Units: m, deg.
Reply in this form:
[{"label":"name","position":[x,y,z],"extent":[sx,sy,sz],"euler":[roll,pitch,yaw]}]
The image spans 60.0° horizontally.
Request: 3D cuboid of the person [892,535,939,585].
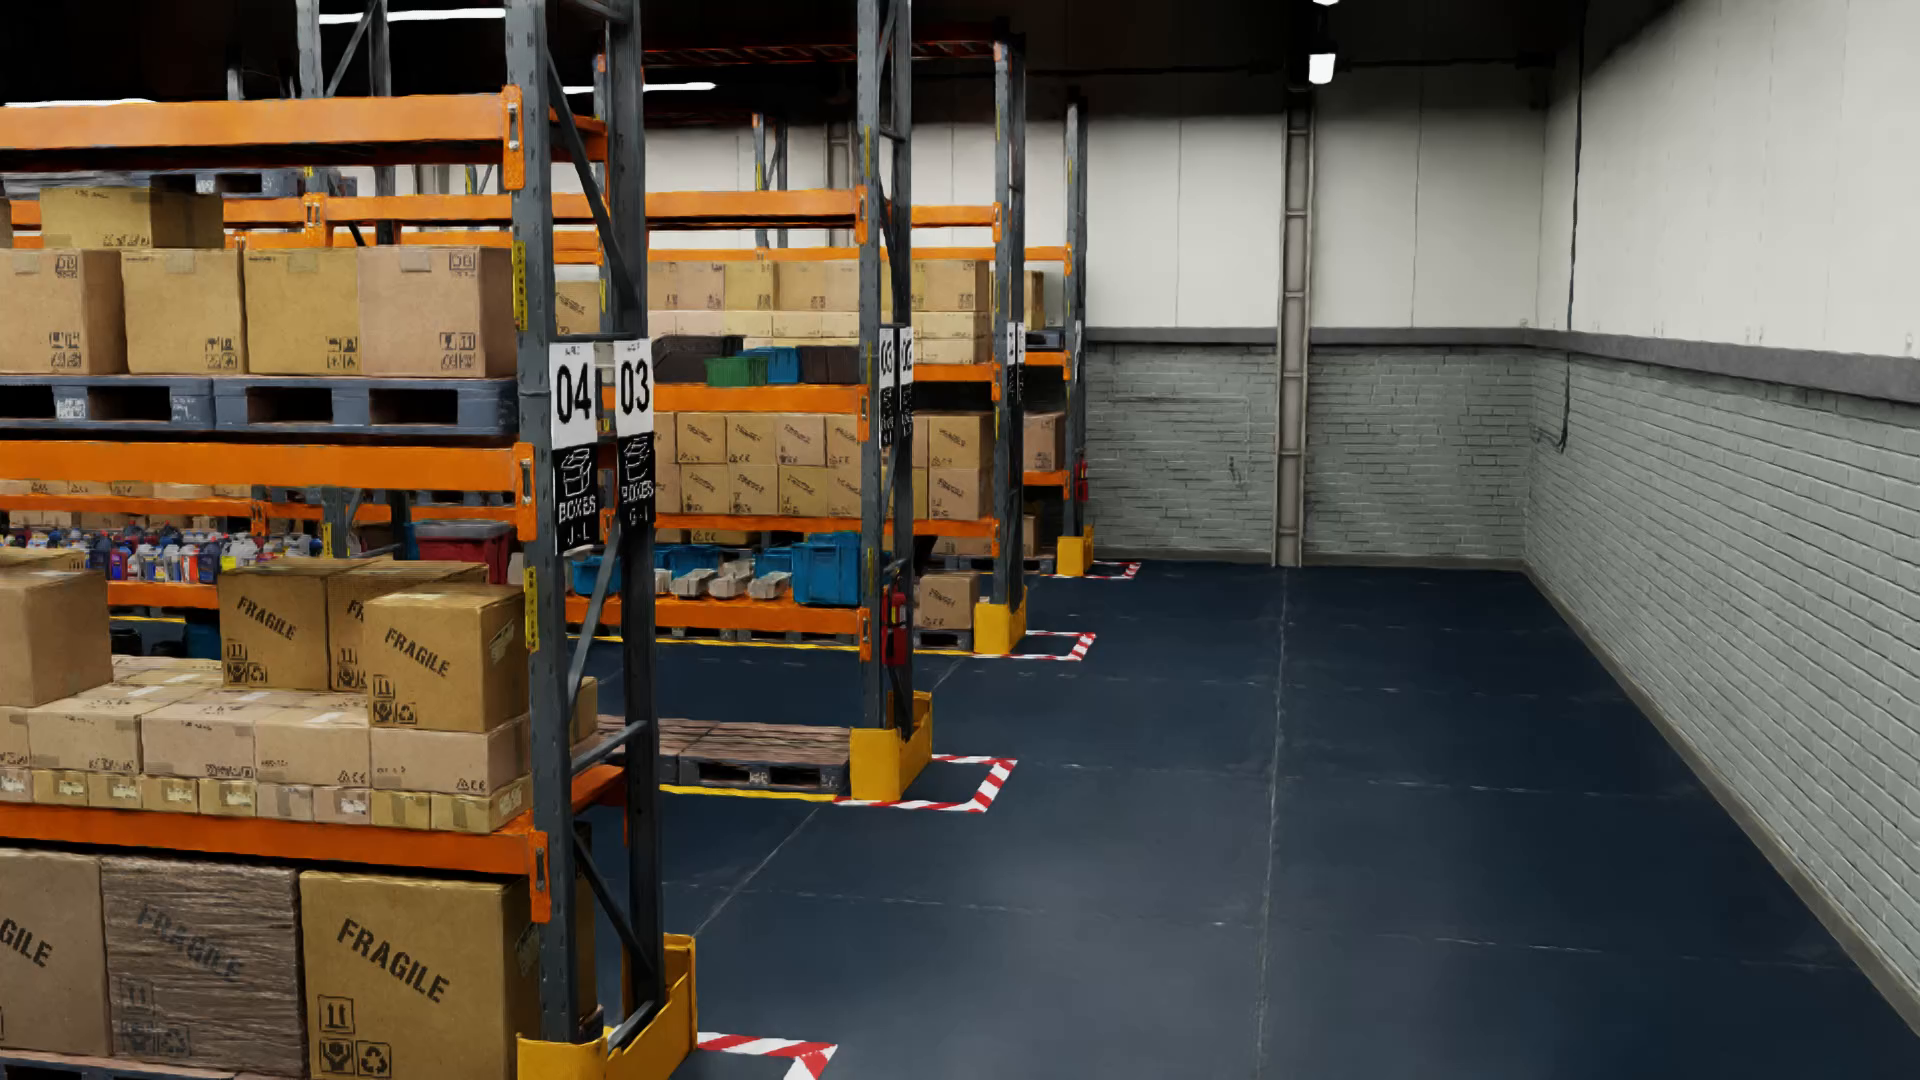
[{"label":"person","position":[-0.473,-0.109,18.597],"extent":[0.452,1.704,0.623],"euler":[8,11,44]}]
